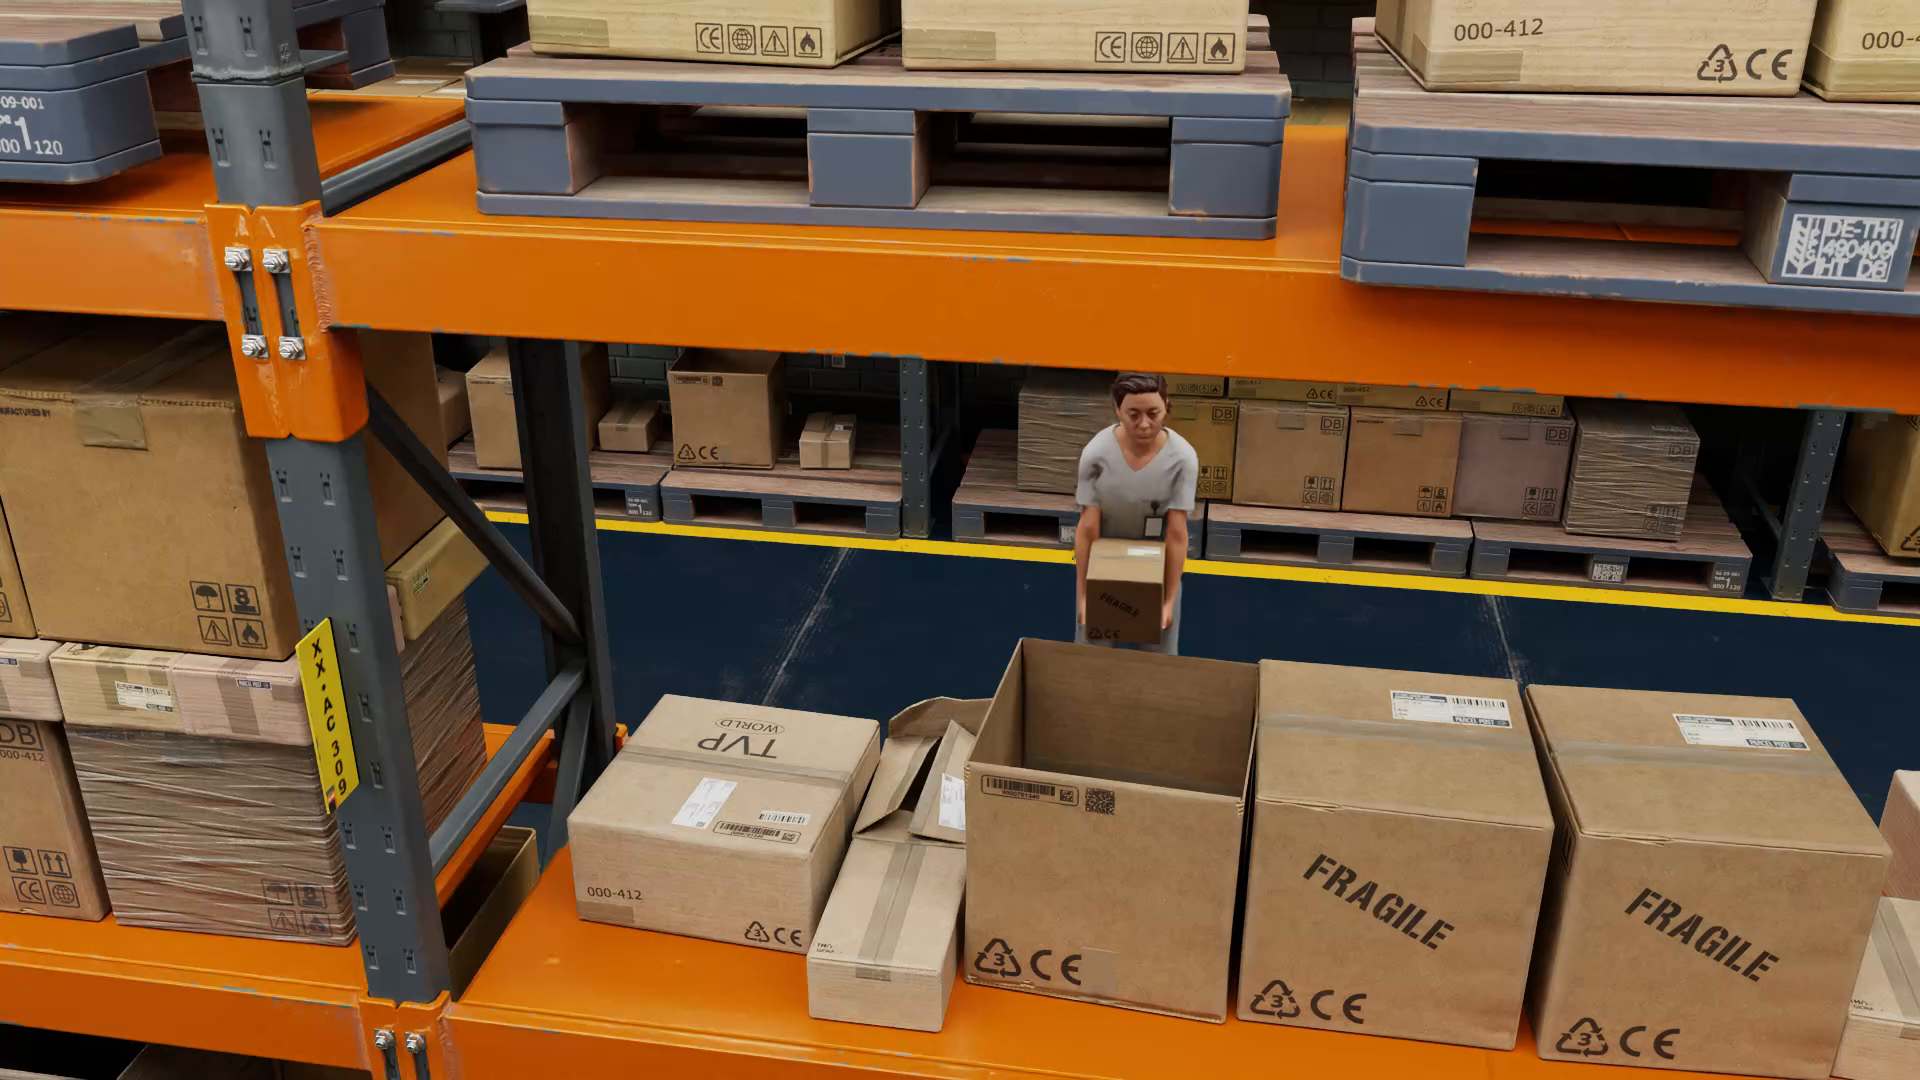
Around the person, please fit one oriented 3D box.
[{"bbox_3d":[0.593,0.173,5.765,0.409,1.658,0.521,4,25,8],"label":"person"}]
